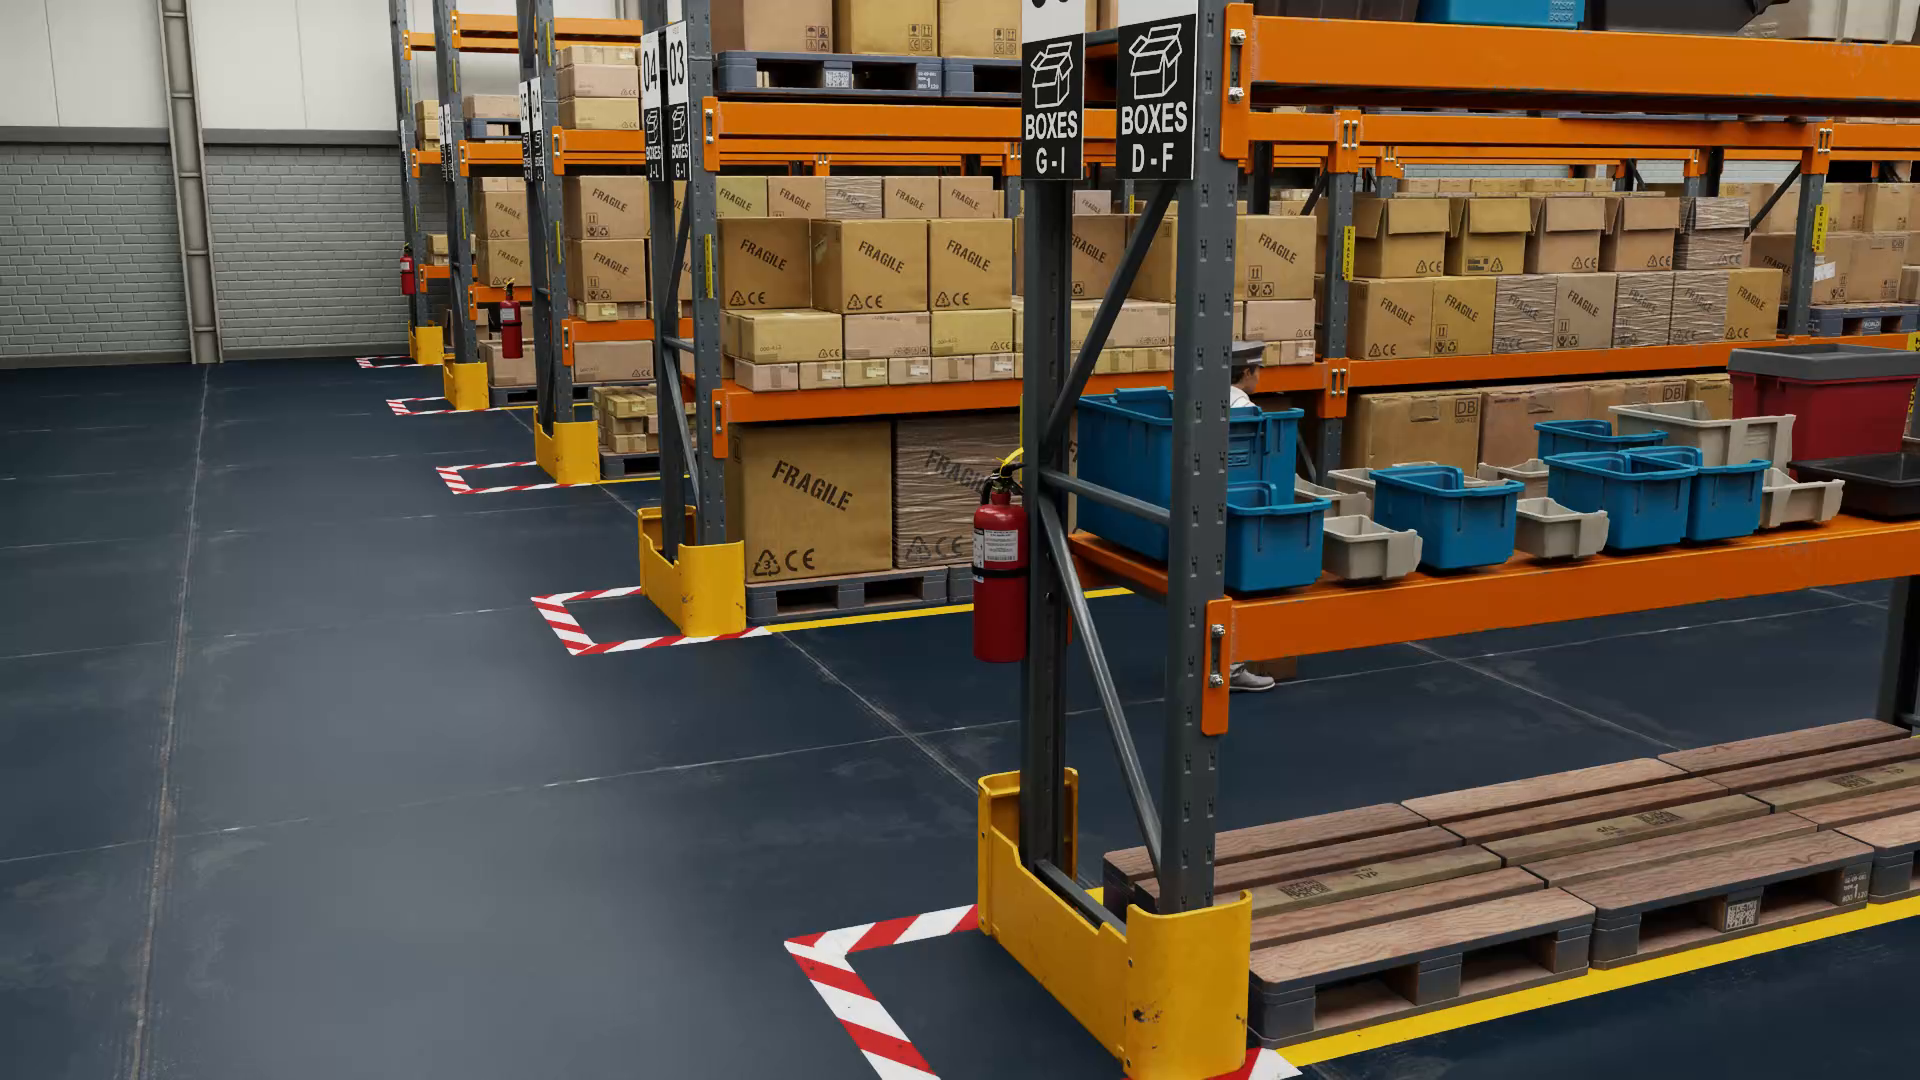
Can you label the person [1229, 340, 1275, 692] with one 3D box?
[{"bbox_3d":[1.285,-0.121,8.018,0.372,1.663,0.528,-5,13,-23],"label":"person"}]
